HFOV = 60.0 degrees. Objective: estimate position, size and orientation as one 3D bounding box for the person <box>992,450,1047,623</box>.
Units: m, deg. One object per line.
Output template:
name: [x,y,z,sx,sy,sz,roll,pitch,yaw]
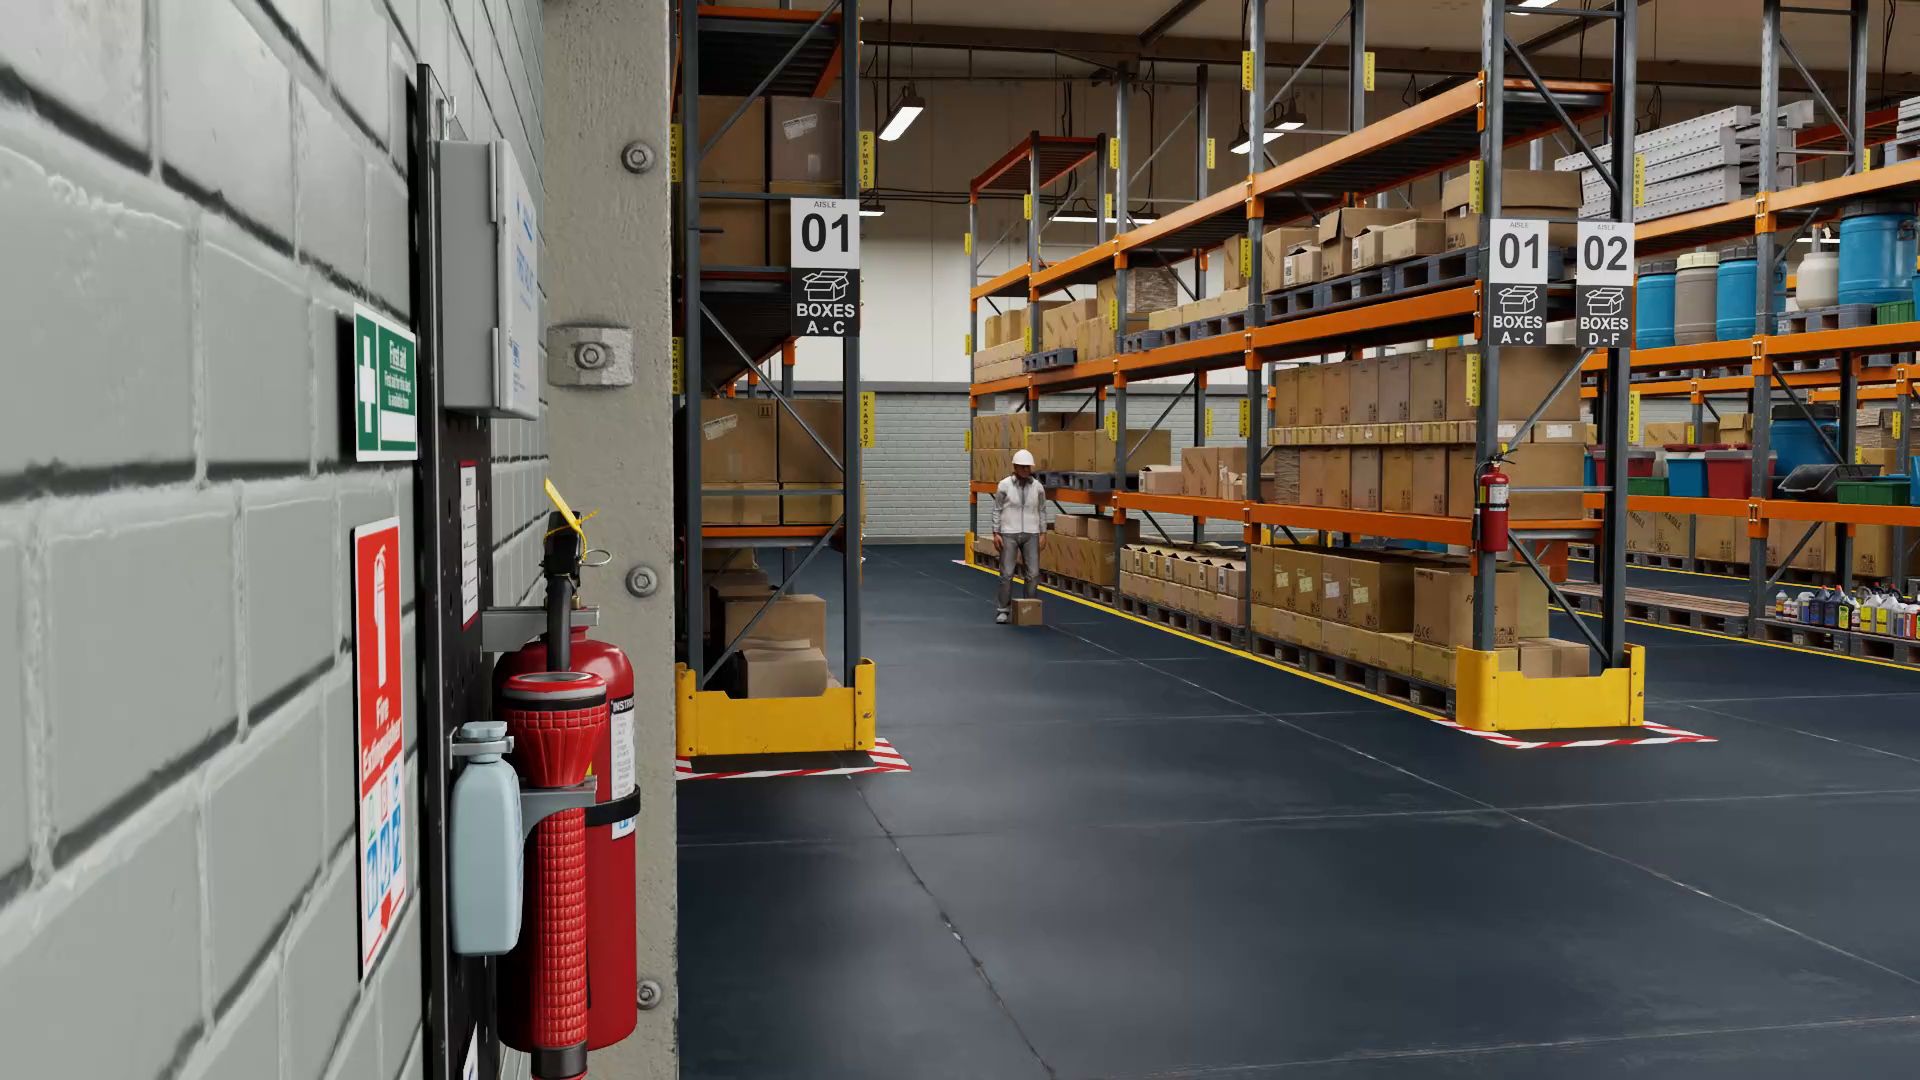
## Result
person: [0.615,-0.038,17.109,0.579,1.767,0.465,-1,3,-12]
